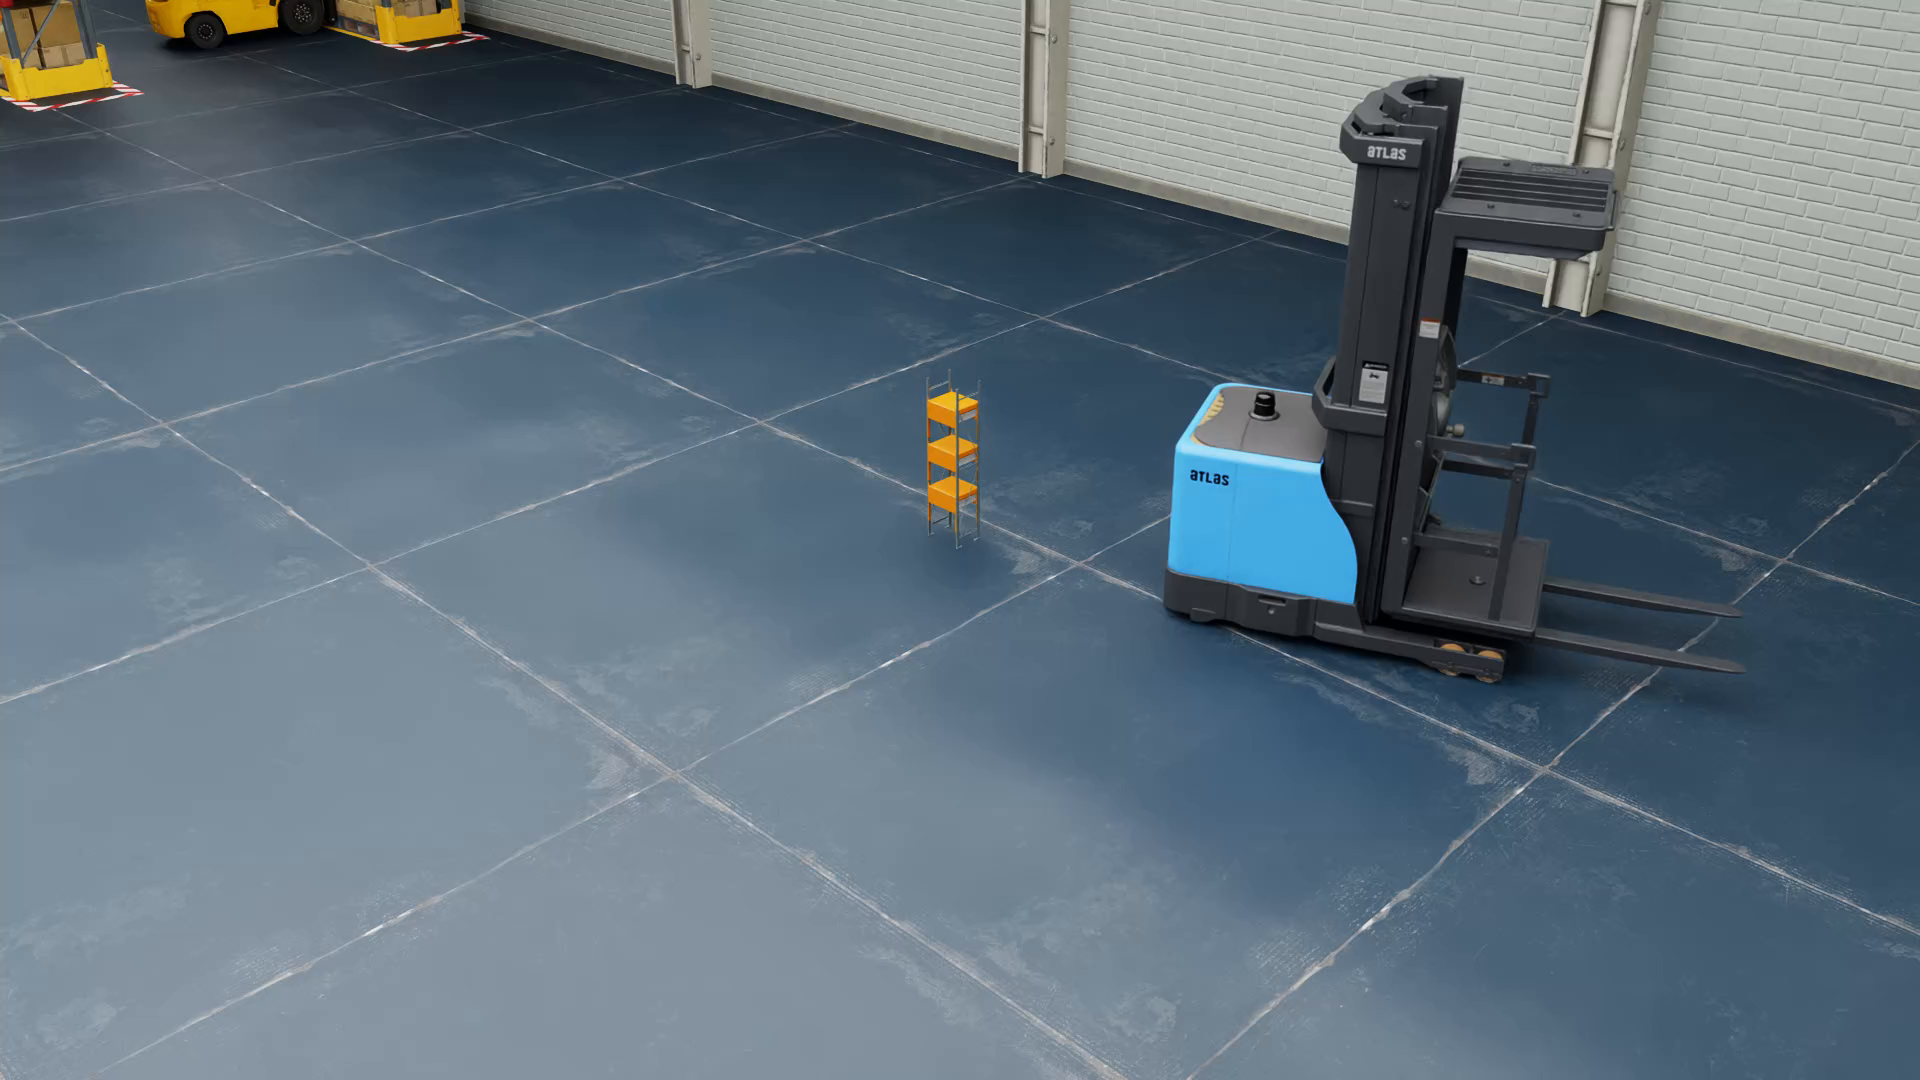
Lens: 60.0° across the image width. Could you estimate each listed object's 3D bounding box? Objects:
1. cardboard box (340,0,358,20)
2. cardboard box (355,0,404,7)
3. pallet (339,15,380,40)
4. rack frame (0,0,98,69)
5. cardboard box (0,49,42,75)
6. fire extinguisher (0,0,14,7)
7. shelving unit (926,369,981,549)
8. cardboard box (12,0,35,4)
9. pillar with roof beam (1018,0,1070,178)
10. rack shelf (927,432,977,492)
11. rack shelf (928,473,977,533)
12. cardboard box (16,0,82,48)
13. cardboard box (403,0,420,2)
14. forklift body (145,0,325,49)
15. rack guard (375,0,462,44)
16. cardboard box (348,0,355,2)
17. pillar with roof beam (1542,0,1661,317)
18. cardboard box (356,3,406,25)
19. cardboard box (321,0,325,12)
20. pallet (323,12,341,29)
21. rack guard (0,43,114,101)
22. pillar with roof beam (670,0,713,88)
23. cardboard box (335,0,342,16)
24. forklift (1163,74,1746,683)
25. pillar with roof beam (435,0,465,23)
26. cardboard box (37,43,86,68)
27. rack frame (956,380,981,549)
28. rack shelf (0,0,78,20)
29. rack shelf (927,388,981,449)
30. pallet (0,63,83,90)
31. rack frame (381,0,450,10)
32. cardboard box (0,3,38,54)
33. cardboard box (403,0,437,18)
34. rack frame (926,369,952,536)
[{"bbox_3d":[-8.730,-7.814,24.390,0.500,0.250,0.500,25,36,38],"label":"cardboard box"},{"bbox_3d":[-8.391,-7.876,23.972,0.500,0.250,0.500,24,36,38],"label":"cardboard box"},{"bbox_3d":[-8.400,-7.632,24.538,1.213,0.211,1.003,25,36,38],"label":"pallet"},{"bbox_3d":[-11.303,-6.982,20.306,0.127,3.000,1.000,25,36,38],"label":"rack frame"},{"bbox_3d":[-12.085,-6.134,21.195,0.500,0.250,0.500,24,36,38],"label":"cardboard box"},{"bbox_3d":[-11.544,-6.758,19.962,0.183,0.674,0.296,25,36,38],"label":"fire extinguisher"},{"bbox_3d":[-0.038,-0.482,10.039,0.252,1.050,0.215,25,36,38],"label":"shelving unit"},{"bbox_3d":[-12.077,-6.815,21.685,0.500,0.500,0.500,23,35,37],"label":"cardboard box"},{"bbox_3d":[-2.151,-6.468,12.882,0.400,9.000,9.100,25,36,38],"label":"pillar with roof beam"},{"bbox_3d":[-0.038,-0.473,10.044,0.240,0.259,0.215,25,36,38],"label":"rack shelf"},{"bbox_3d":[-0.038,-0.227,10.173,0.240,0.259,0.215,25,36,38],"label":"rack shelf"},{"bbox_3d":[-11.701,-6.646,21.363,0.500,0.500,0.500,23,36,37],"label":"cardboard box"},{"bbox_3d":[-8.015,-8.043,24.290,0.500,0.250,0.500,-25,36,-38],"label":"cardboard box"},{"bbox_3d":[-10.456,-8.269,23.664,1.214,2.155,2.313,25,36,38],"label":"forklift body"},{"bbox_3d":[-7.808,-7.517,24.008,0.348,0.500,1.175,25,36,38],"label":"rack guard"},{"bbox_3d":[-8.742,-8.043,24.290,0.500,0.250,0.500,24,36,38],"label":"cardboard box"},{"bbox_3d":[2.127,-4.511,9.159,0.400,9.000,9.100,25,36,38],"label":"pillar with roof beam"},{"bbox_3d":[-8.382,-7.648,24.076,0.500,0.250,0.500,25,37,39],"label":"cardboard box"},{"bbox_3d":[-9.466,-8.142,25.014,0.500,0.250,0.500,-24,36,-38],"label":"cardboard box"},{"bbox_3d":[-9.266,-8.030,25.295,1.213,0.211,1.003,25,36,38],"label":"pallet"},{"bbox_3d":[-11.357,-5.901,20.935,0.348,0.500,1.175,25,36,38],"label":"rack guard"},{"bbox_3d":[-6.430,-8.426,16.606,0.400,9.000,9.100,25,36,38],"label":"pillar with roof beam"},{"bbox_3d":[-9.080,-7.980,24.706,0.500,0.250,0.500,-25,37,-39],"label":"cardboard box"},{"bbox_3d":[2.721,-0.823,8.665,3.031,2.935,1.130,10,29,19],"label":"forklift"},{"bbox_3d":[-10.708,-10.384,20.329,0.400,9.000,9.100,25,36,38],"label":"pillar with roof beam"},{"bbox_3d":[-11.684,-6.306,21.523,0.500,0.250,0.500,24,36,38],"label":"cardboard box"},{"bbox_3d":[0.049,-0.442,9.963,0.008,1.050,0.200,25,36,38],"label":"rack frame"},{"bbox_3d":[-12.729,-7.317,21.715,4.000,0.370,1.077,25,36,38],"label":"rack shelf"},{"bbox_3d":[-0.038,-0.724,9.912,0.240,0.259,0.215,25,36,38],"label":"rack shelf"},{"bbox_3d":[-11.911,-6.050,21.529,1.213,0.211,1.003,25,36,38],"label":"pallet"},{"bbox_3d":[-7.825,-8.631,23.441,0.127,3.000,1.000,25,36,38],"label":"rack frame"},{"bbox_3d":[-12.057,-6.458,21.006,0.500,0.500,0.500,25,37,39],"label":"cardboard box"},{"bbox_3d":[-8.038,-7.825,24.412,0.500,0.250,0.500,25,37,39],"label":"cardboard box"},{"bbox_3d":[-0.125,-0.522,10.115,0.008,1.050,0.200,25,36,38],"label":"rack frame"}]
